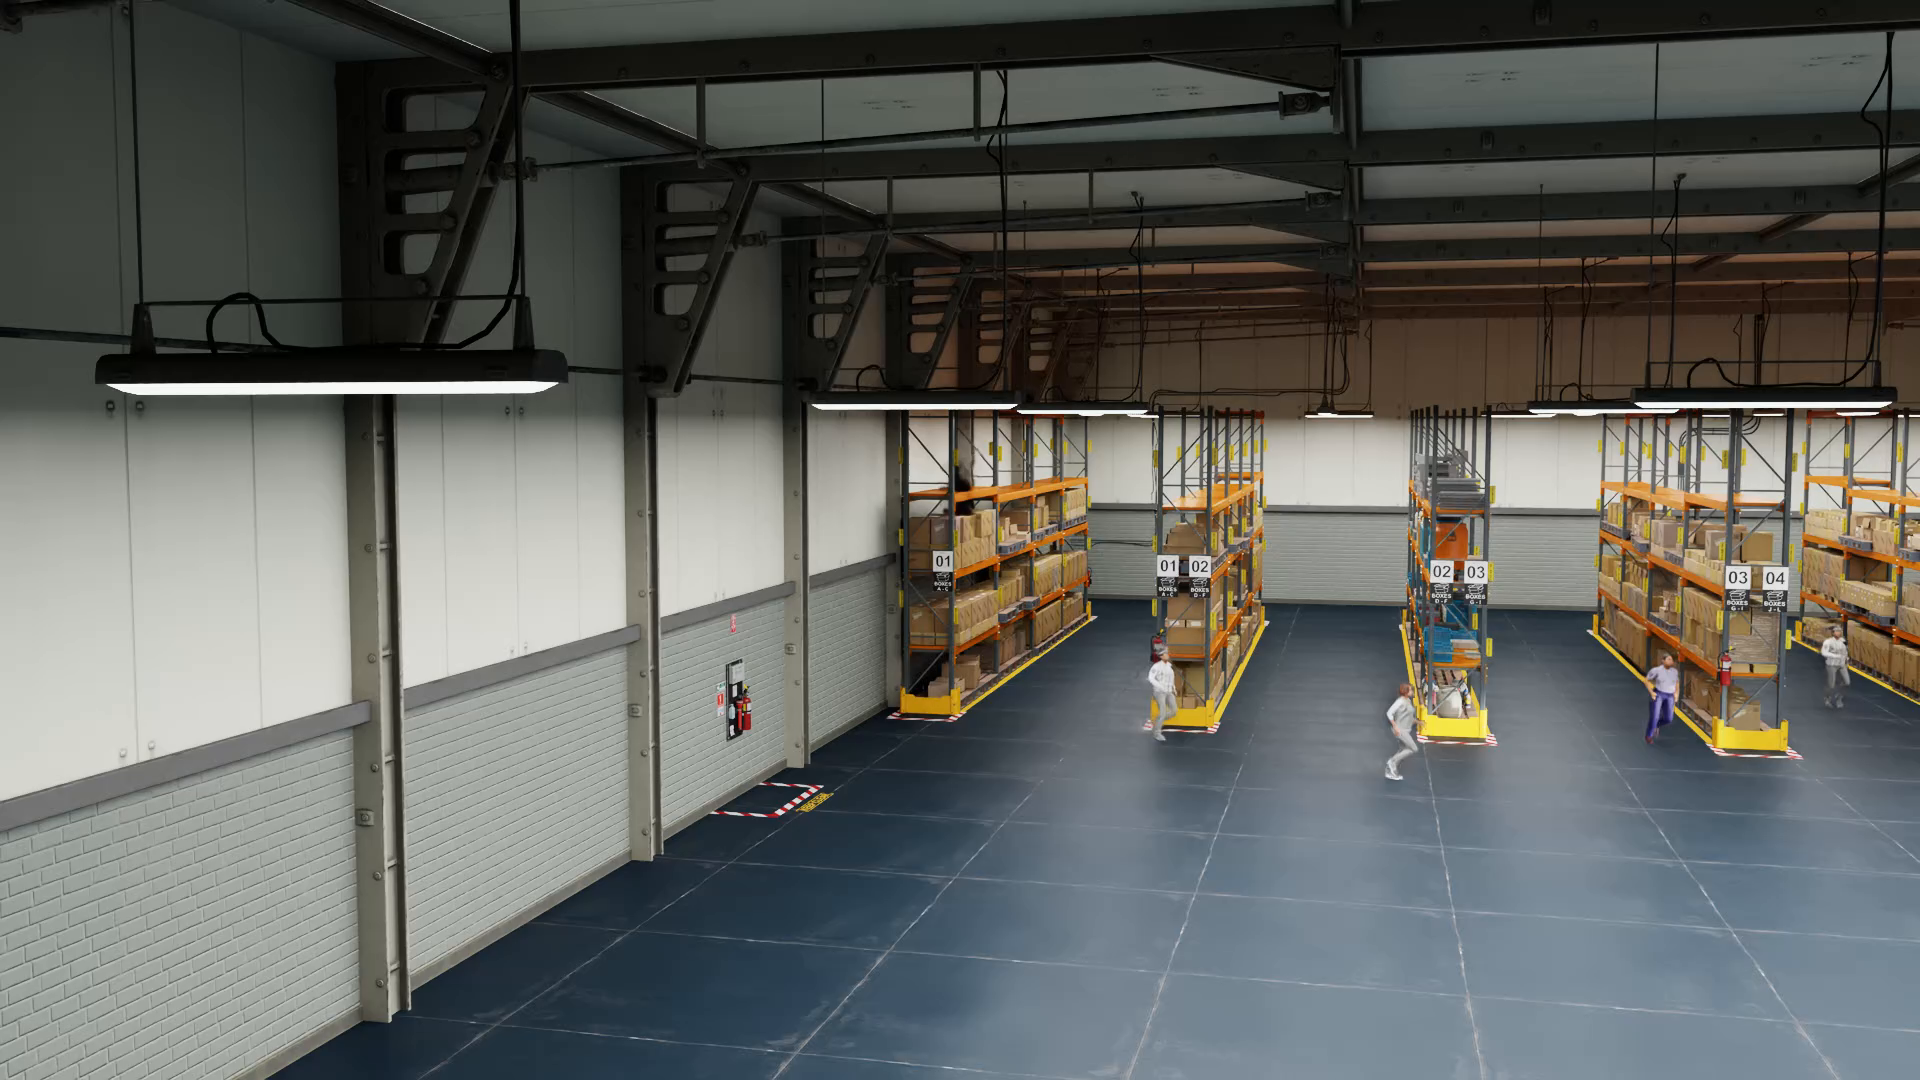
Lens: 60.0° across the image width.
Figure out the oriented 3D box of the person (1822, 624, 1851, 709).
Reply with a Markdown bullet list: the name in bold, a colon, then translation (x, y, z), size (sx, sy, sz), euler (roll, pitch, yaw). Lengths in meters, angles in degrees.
- **person**: translation (17.395, 2.508, 32.985), size (0.649, 1.698, 0.650), euler (0, 4, -3)

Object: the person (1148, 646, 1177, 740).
- **person**: translation (3.695, 2.755, 29.957), size (0.648, 1.672, 0.474), euler (-3, 5, -38)

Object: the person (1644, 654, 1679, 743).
- **person**: translation (12.526, 2.821, 29.614), size (0.655, 1.596, 0.526), euler (0, 4, 1)

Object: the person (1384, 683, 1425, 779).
- **person**: translation (7.066, 3.045, 26.413), size (0.627, 1.554, 0.515), euler (2, 5, 30)
